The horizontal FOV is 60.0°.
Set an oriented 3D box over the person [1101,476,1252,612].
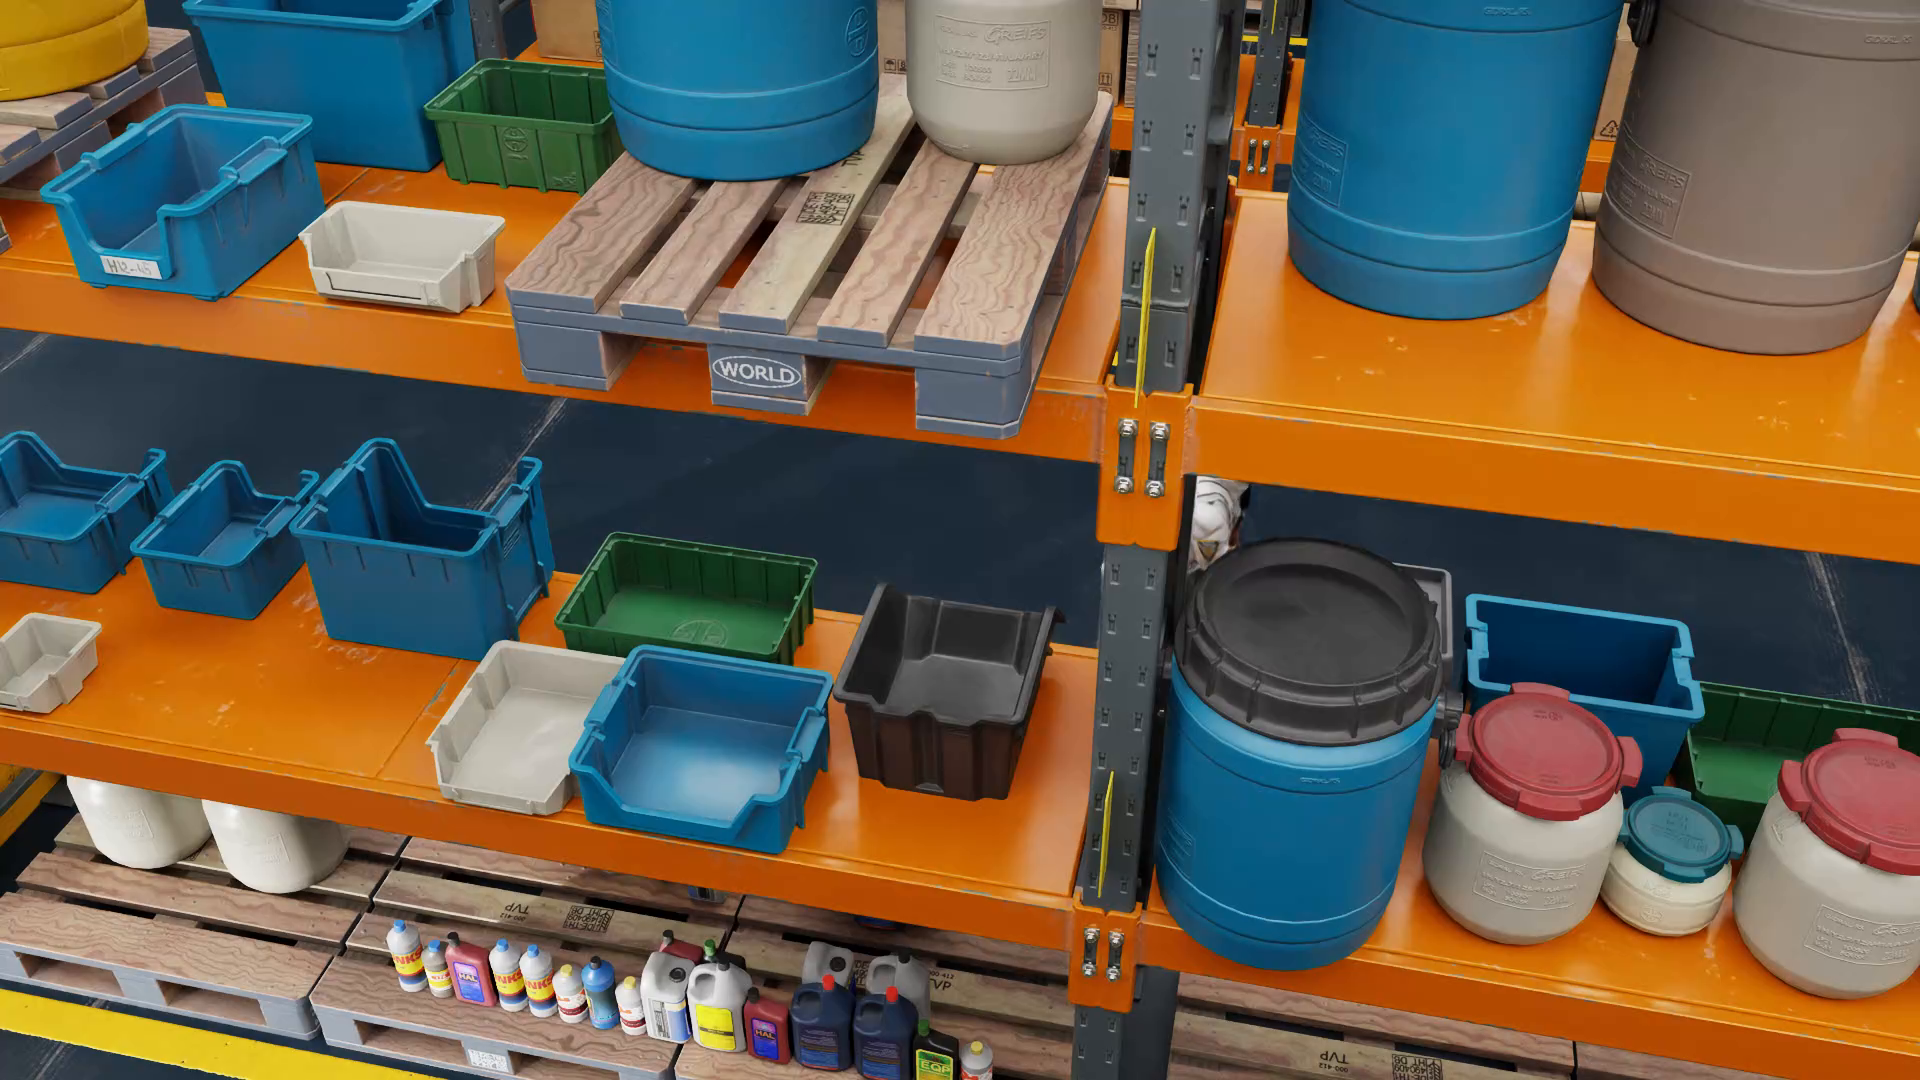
[{"bbox_3d":[0.815,0.192,5.974,0.609,1.574,0.411,12,38,16],"label":"person"}]
